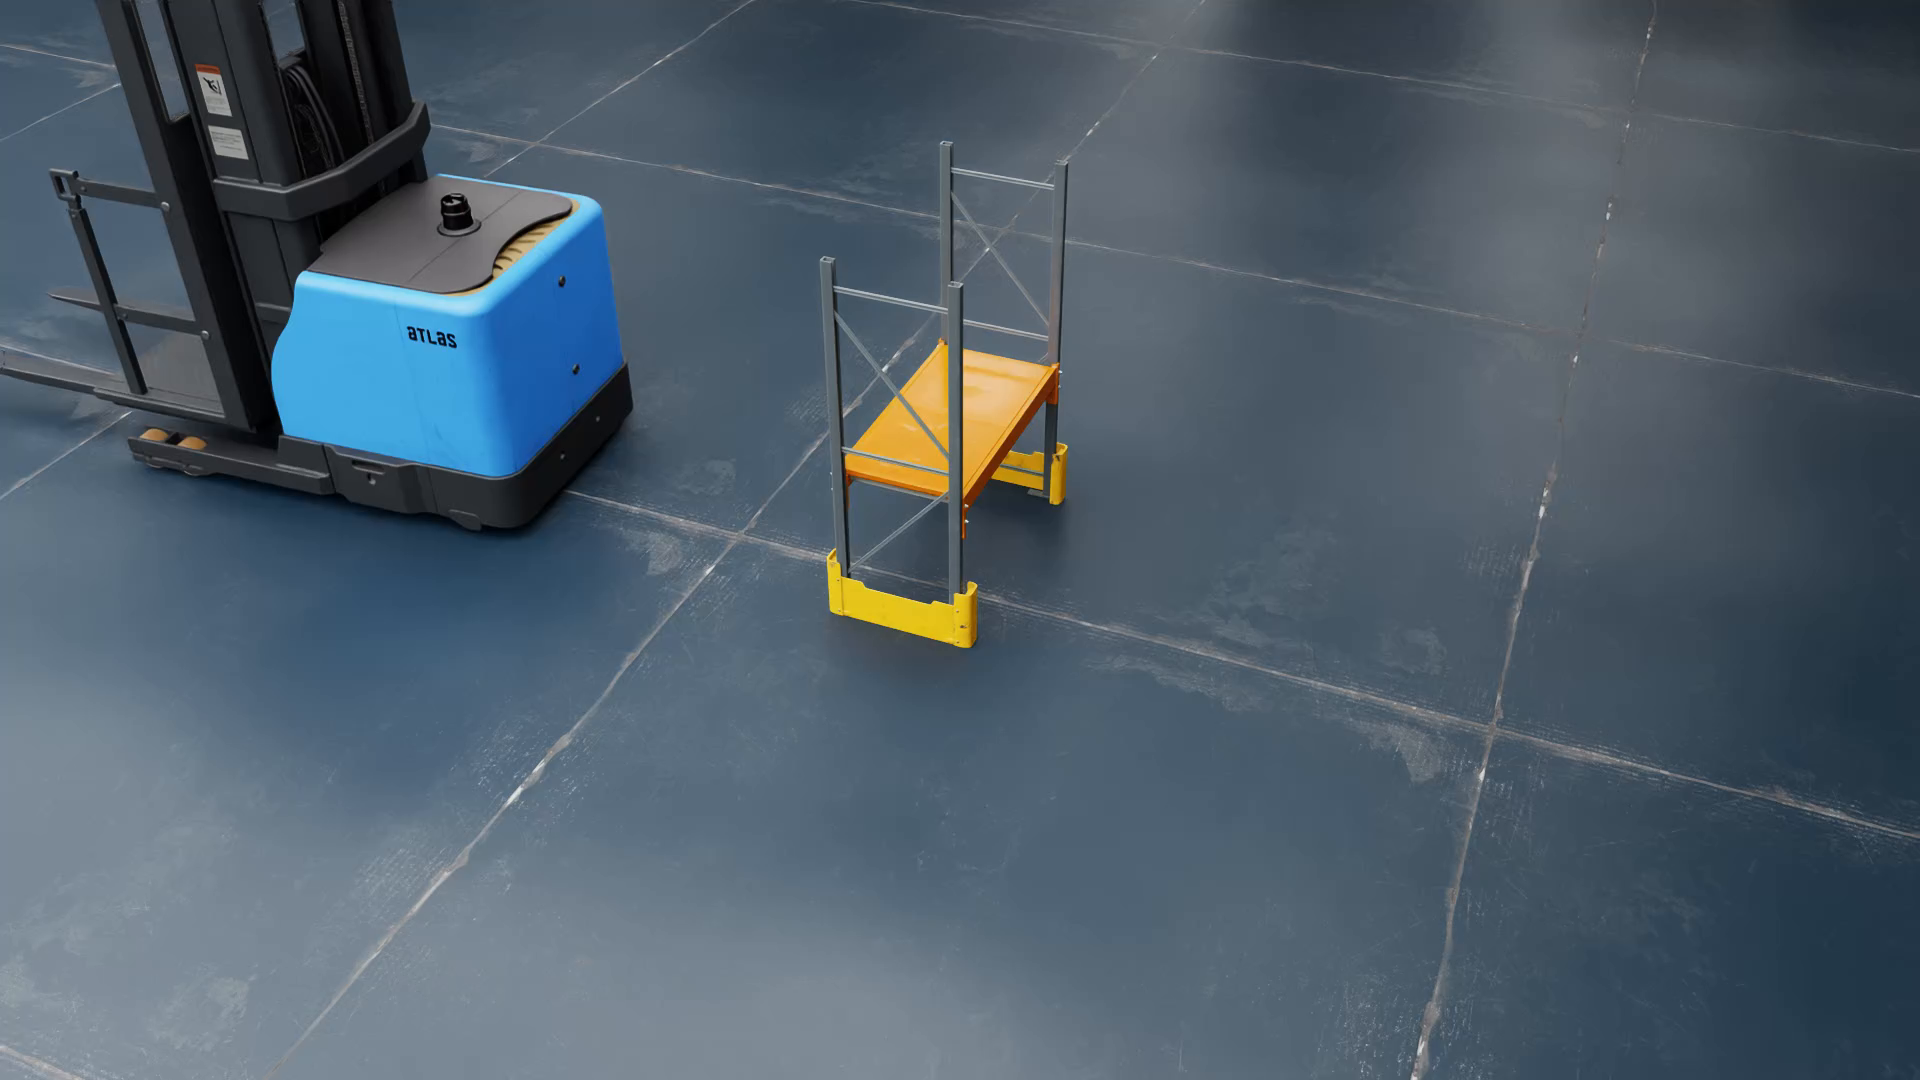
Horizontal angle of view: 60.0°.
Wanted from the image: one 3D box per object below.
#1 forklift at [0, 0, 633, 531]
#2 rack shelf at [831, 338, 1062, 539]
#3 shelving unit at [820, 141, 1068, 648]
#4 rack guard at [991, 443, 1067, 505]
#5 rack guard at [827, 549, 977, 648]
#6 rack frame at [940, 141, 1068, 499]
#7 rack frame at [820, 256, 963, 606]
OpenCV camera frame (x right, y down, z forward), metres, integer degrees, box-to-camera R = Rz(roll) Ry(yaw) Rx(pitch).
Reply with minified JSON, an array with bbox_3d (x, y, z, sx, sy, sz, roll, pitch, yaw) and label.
[{"bbox_3d":[-3.031,-1.733,6.621,3.031,2.935,1.130,11,38,15],"label":"forklift"},{"bbox_3d":[-0.032,-0.409,6.345,0.538,0.185,1.000,14,39,18],"label":"rack shelf"},{"bbox_3d":[-0.029,-0.559,6.245,0.587,1.500,1.083,14,39,18],"label":"shelving unit"},{"bbox_3d":[0.160,-0.334,6.988,0.587,0.250,0.087,14,39,18],"label":"rack guard"},{"bbox_3d":[-0.218,0.218,6.250,0.587,0.250,0.087,14,39,18],"label":"rack guard"},{"bbox_3d":[0.161,-0.835,6.614,0.500,1.500,0.032,14,39,18],"label":"rack frame"},{"bbox_3d":[-0.226,-0.272,5.861,0.500,1.500,0.032,14,39,18],"label":"rack frame"}]
